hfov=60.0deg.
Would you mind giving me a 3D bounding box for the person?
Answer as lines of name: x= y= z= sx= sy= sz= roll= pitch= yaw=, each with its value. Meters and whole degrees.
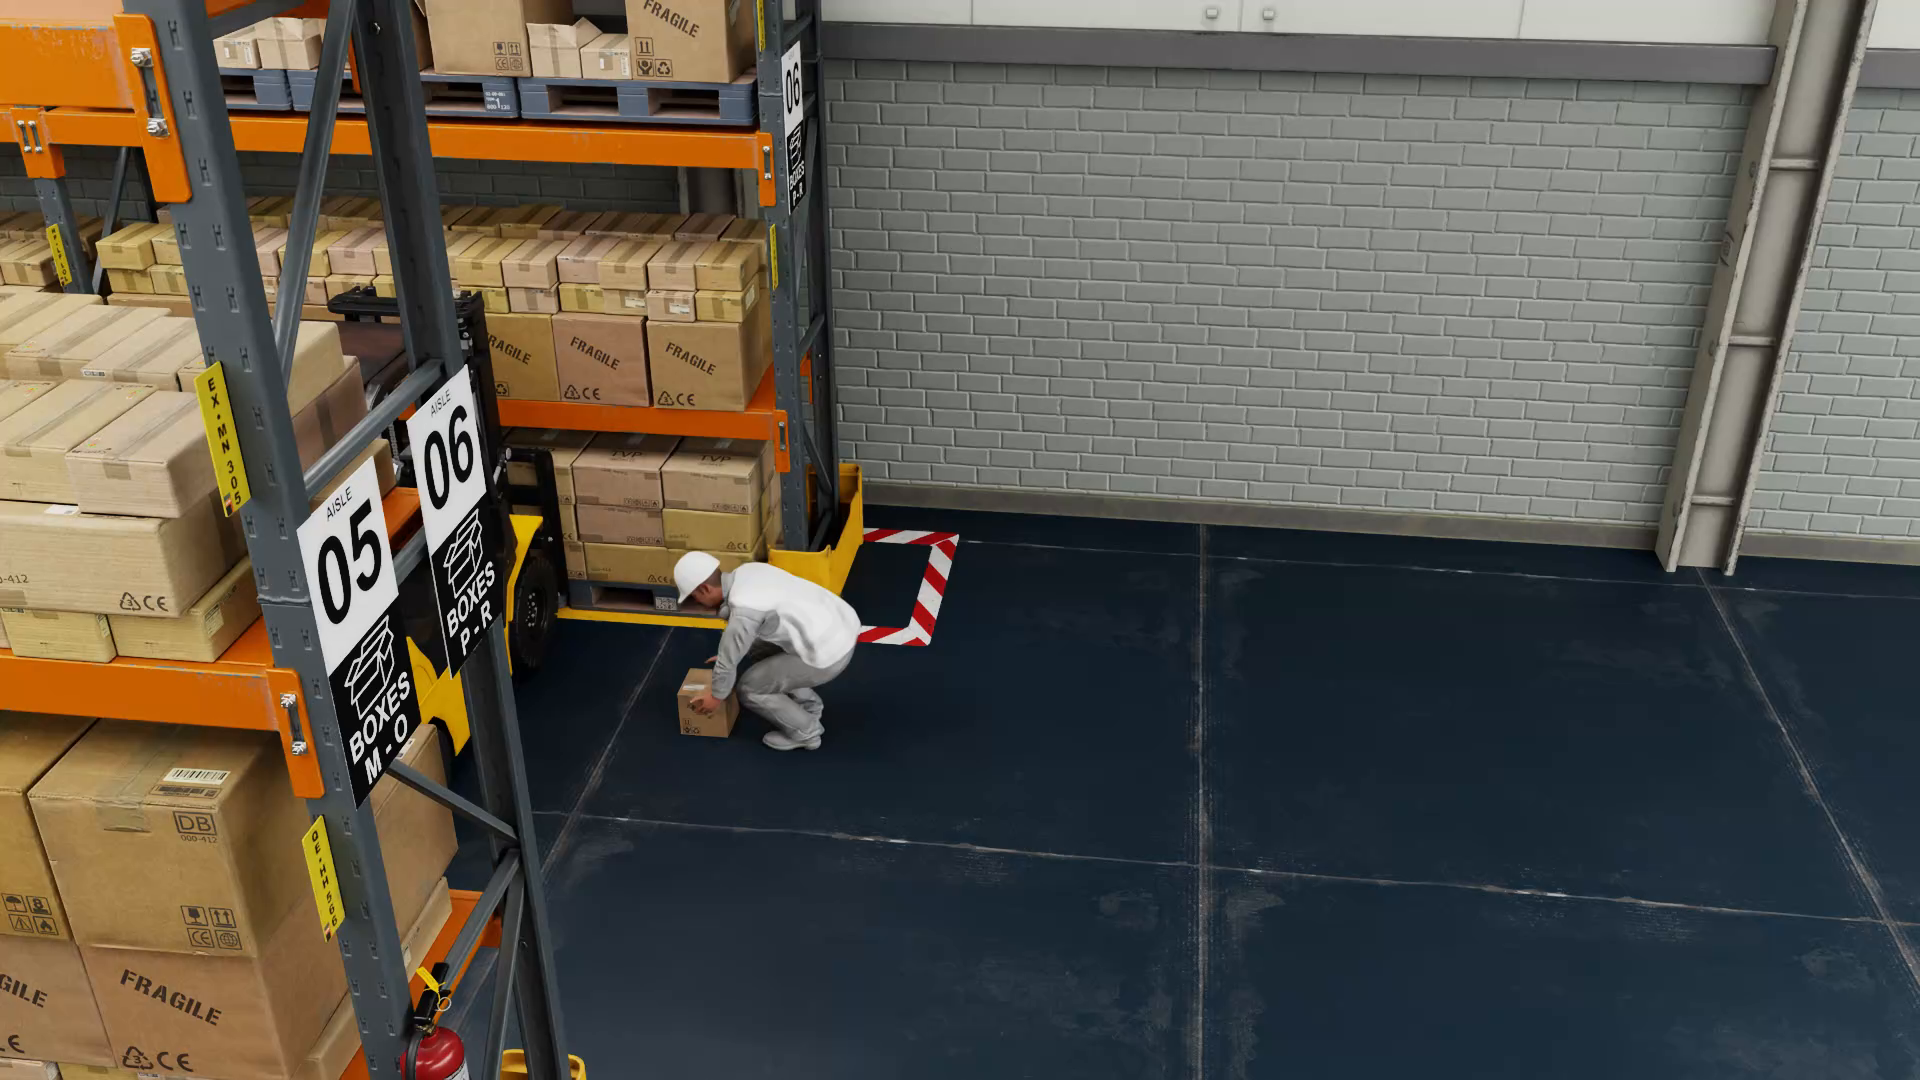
person: x=-1.027 y=0.551 z=8.410 sx=0.996 sy=0.974 sz=0.503 roll=2 pitch=28 yaw=4
